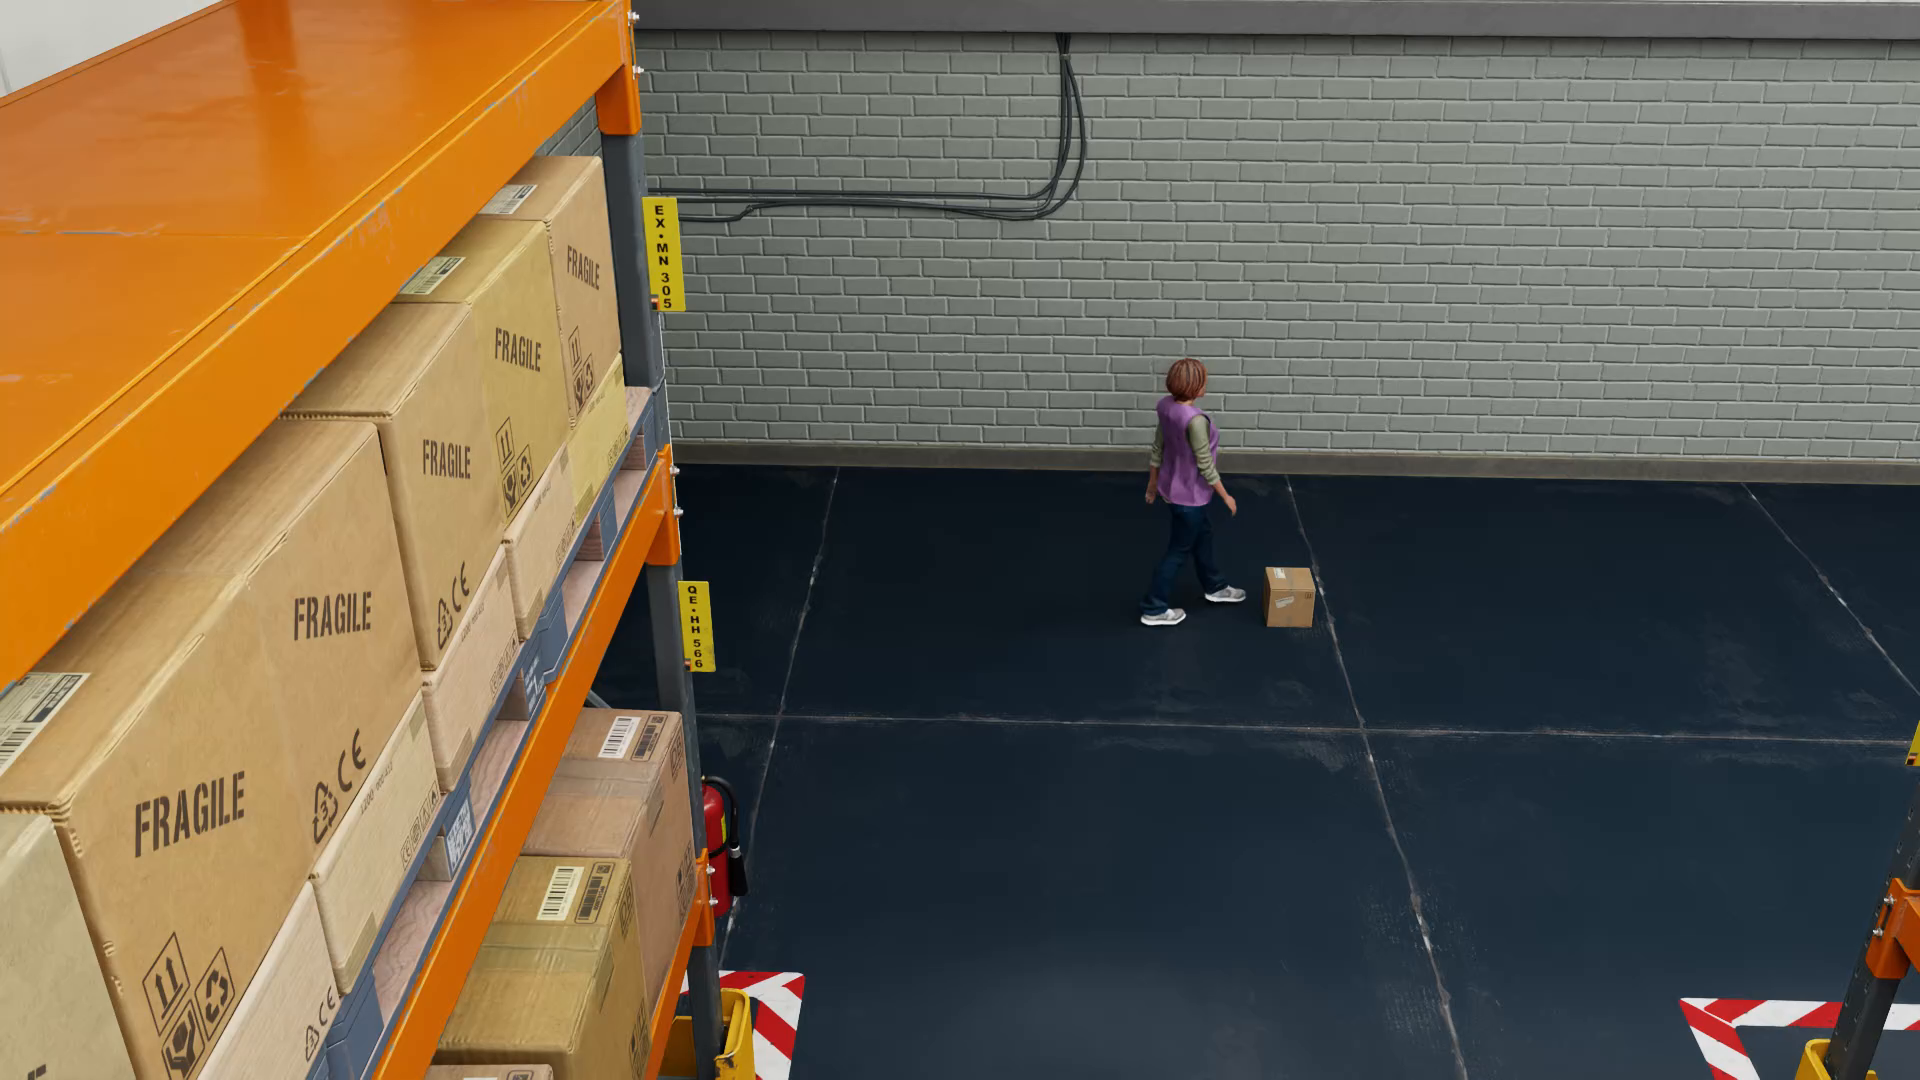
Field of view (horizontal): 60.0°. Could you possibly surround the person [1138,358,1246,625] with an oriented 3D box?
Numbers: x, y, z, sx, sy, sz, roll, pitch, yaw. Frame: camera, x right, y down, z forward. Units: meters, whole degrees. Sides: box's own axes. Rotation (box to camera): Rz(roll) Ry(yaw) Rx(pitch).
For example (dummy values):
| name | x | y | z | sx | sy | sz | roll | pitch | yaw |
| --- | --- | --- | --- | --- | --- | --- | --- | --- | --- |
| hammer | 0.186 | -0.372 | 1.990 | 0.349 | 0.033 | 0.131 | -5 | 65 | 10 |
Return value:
| name | x | y | z | sx | sy | sz | roll | pitch | yaw |
| --- | --- | --- | --- | --- | --- | --- | --- | --- | --- |
| person | 1.343 | -0.261 | 9.101 | 0.718 | 1.582 | 0.470 | -7 | 29 | -14 |
